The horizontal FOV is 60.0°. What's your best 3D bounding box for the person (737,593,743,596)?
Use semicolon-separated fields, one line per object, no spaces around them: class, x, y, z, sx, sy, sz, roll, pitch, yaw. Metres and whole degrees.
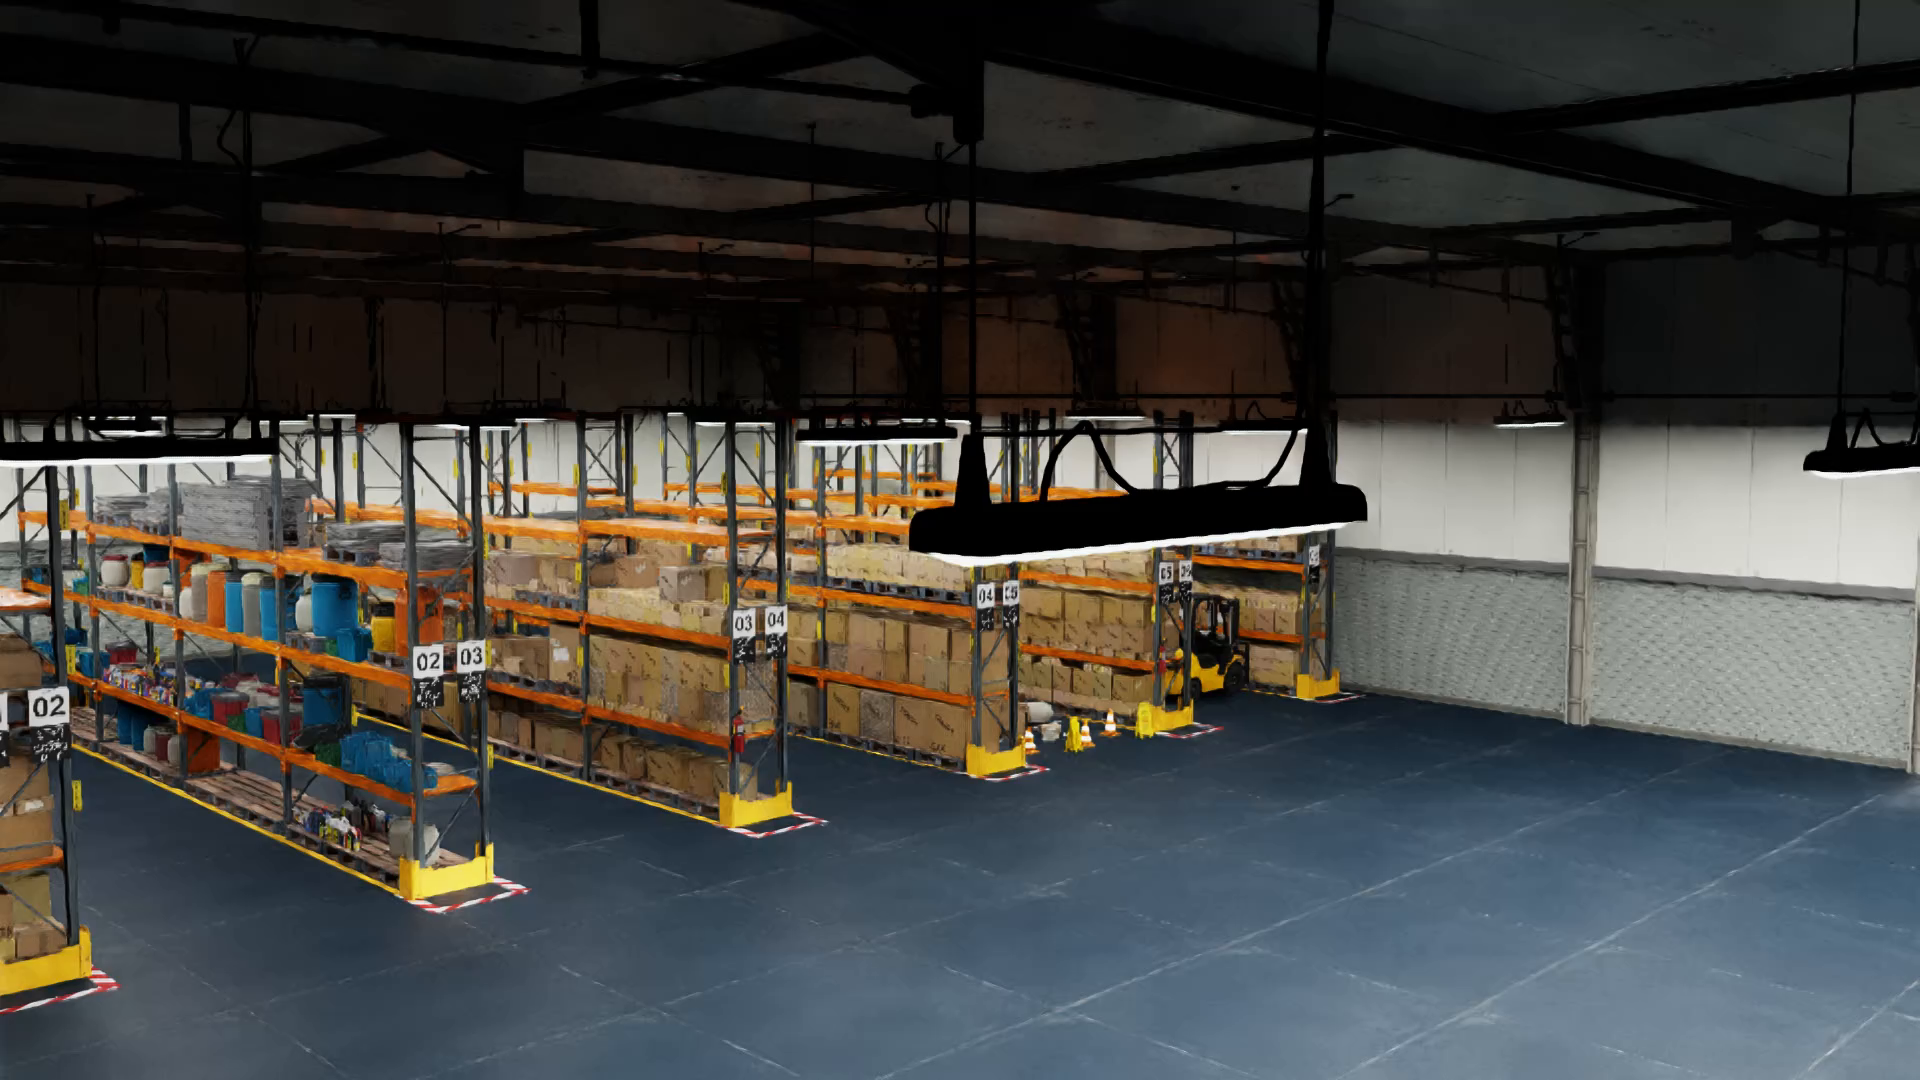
person;-5.180;2.087;38.919;0.569;1.709;0.645;-3;6;-30
